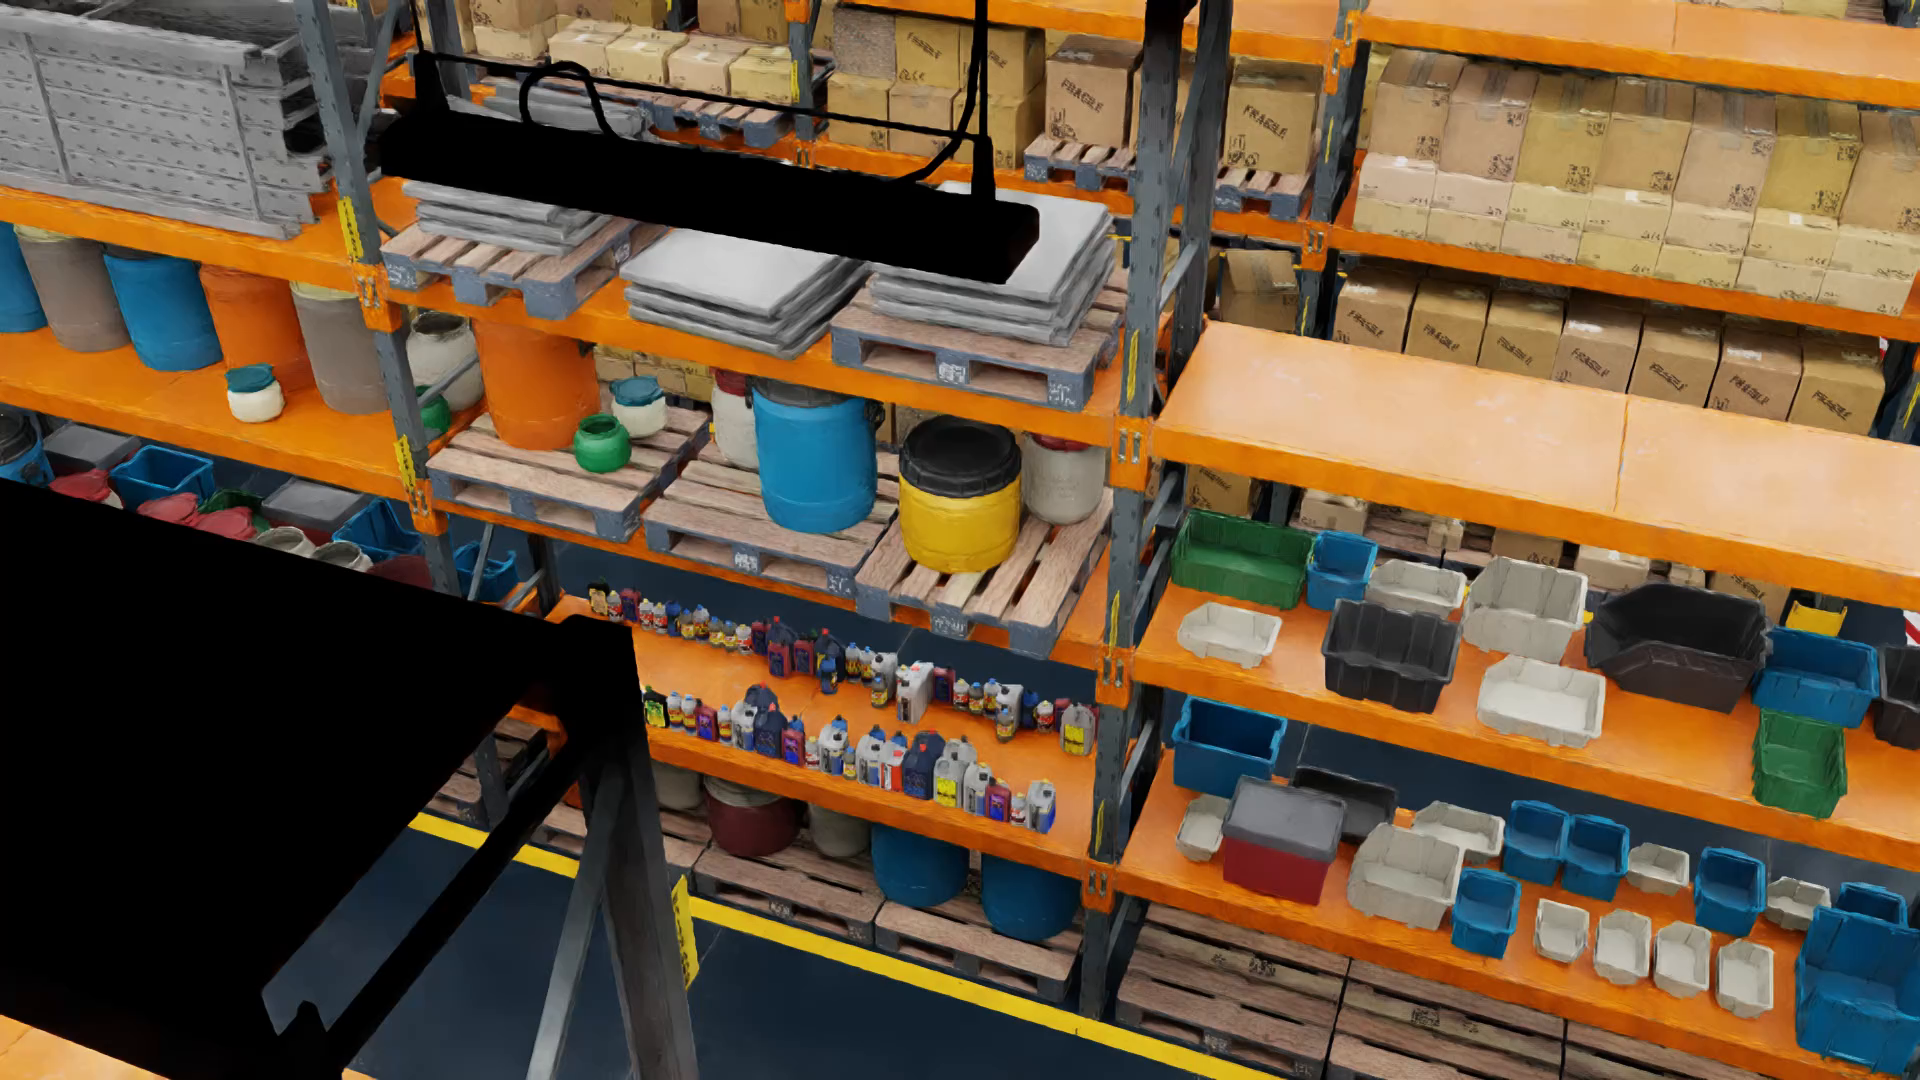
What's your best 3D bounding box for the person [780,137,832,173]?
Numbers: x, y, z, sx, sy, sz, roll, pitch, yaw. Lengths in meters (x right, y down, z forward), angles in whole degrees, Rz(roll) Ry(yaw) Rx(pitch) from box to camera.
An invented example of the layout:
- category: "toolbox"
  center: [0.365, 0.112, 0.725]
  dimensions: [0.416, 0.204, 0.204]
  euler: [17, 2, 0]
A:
- category: "person"
  center: [-1.463, -3.131, 16.110]
  dimensions: [0.581, 1.775, 0.444]
  euler: [-6, 37, -8]
